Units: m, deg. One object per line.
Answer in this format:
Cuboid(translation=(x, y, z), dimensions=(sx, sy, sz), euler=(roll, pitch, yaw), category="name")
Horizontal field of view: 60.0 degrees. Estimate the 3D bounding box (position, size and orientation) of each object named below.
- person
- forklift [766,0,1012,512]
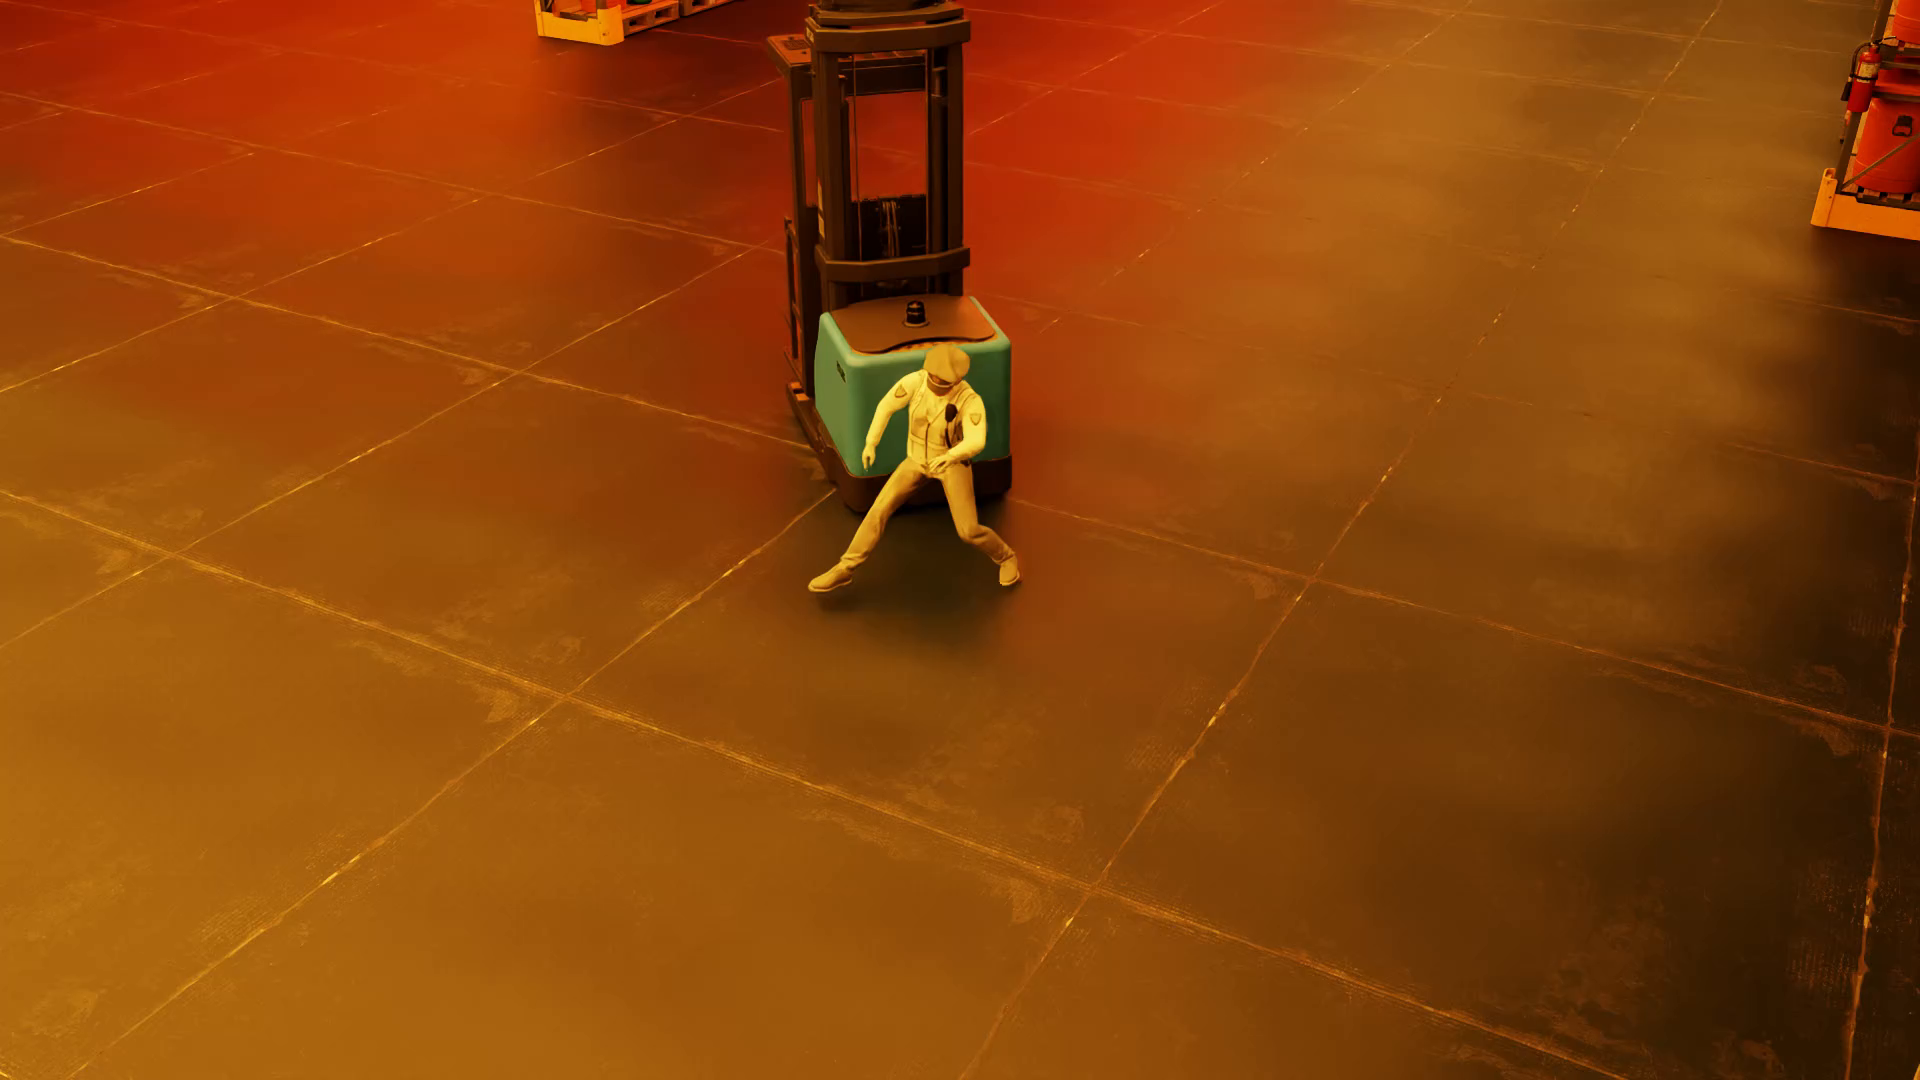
Cuboid(translation=(-0.224, -0.330, 9.179), dimensions=(0.918, 1.438, 1.037), euler=(15, 33, 25), category="person")
Cuboid(translation=(-0.587, -2.163, 10.819), dimensions=(1.130, 2.935, 3.031), euler=(-9, 31, -14), category="forklift")
